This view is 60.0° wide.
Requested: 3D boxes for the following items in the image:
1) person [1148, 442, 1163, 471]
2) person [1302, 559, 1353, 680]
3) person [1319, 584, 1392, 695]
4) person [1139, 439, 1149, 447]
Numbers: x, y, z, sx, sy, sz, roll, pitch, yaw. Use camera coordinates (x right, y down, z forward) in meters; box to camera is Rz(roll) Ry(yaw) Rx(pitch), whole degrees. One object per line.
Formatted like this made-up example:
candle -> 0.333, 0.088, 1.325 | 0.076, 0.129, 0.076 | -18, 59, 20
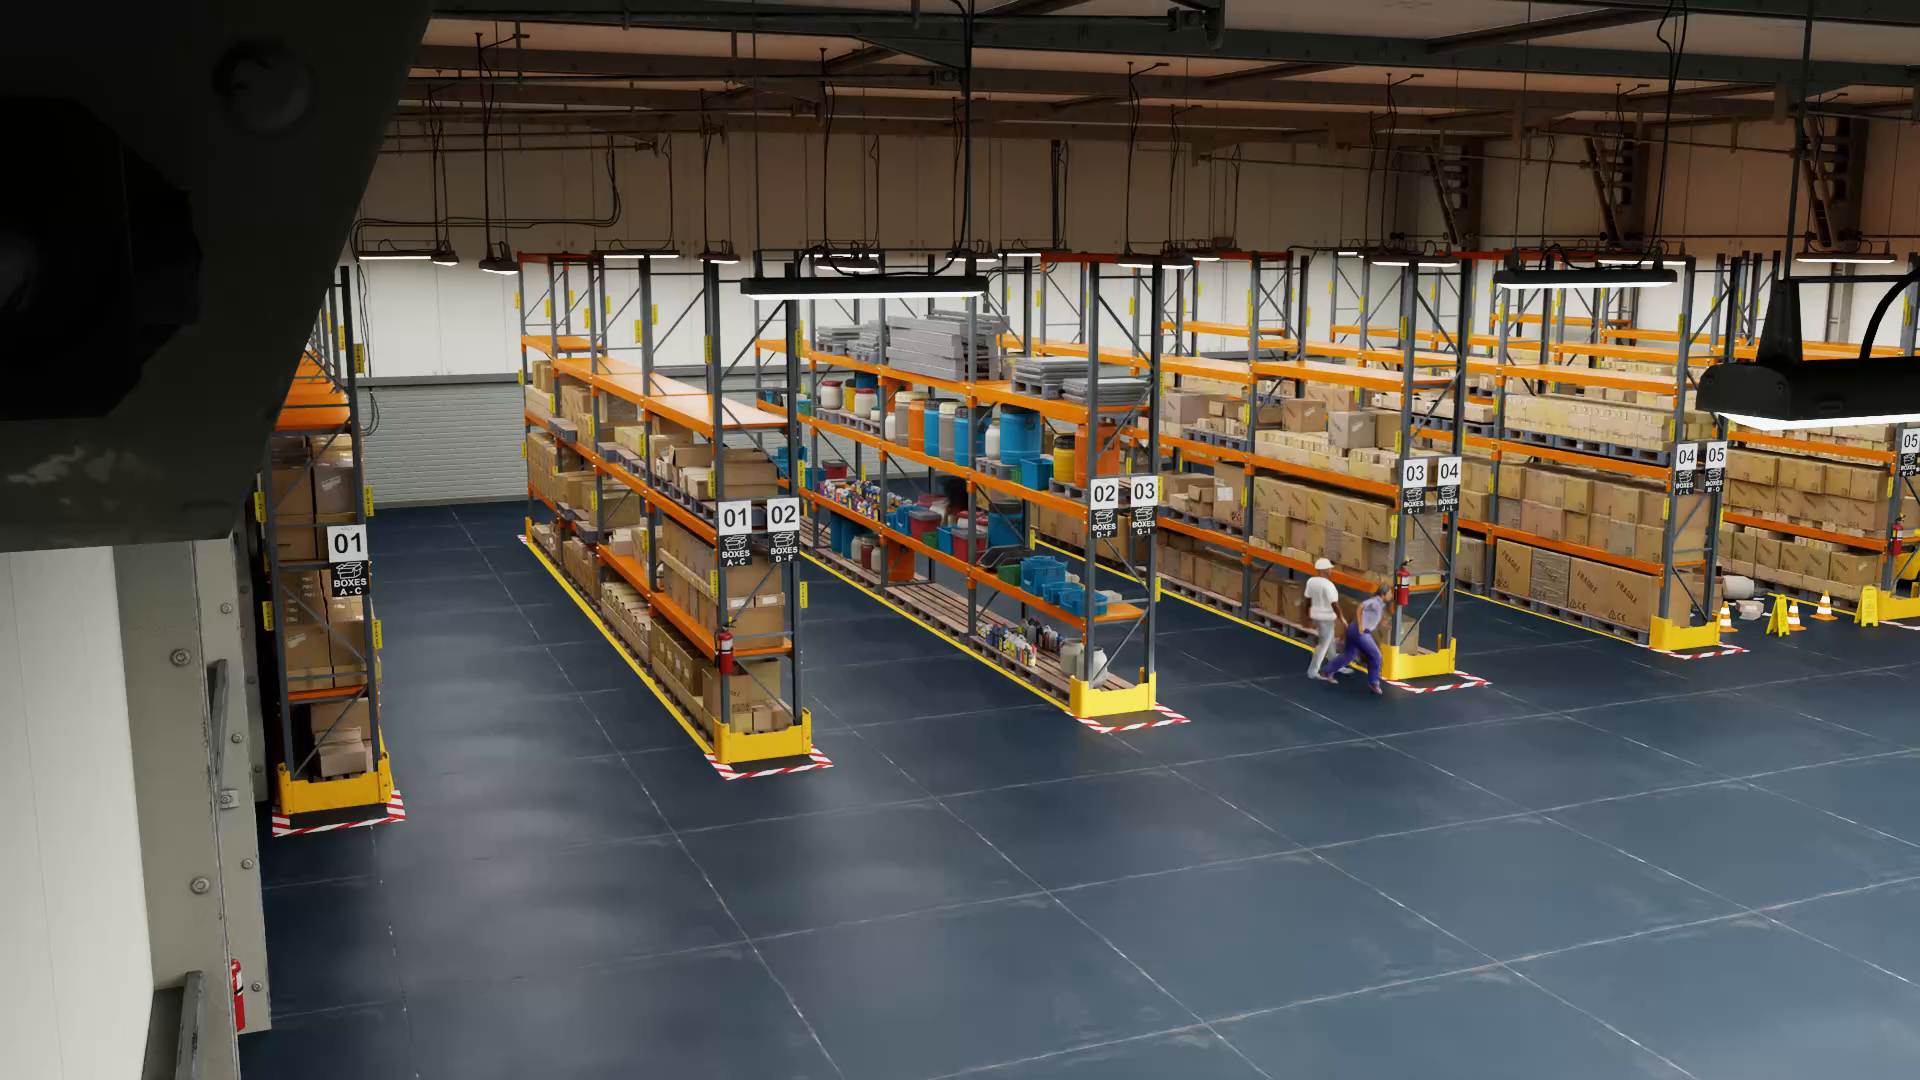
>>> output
person -> 4.365, -1.411, 37.921 | 0.668, 1.750, 0.722 | -4, 11, -22
person -> 5.371, 1.118, 24.060 | 0.805, 1.736, 0.638 | -4, 11, -20
person -> 5.532, 1.391, 23.282 | 0.959, 1.612, 0.649 | 3, 11, 17
person -> 4.655, -2.081, 41.611 | 0.998, 1.729, 0.737 | -1, 10, -5
